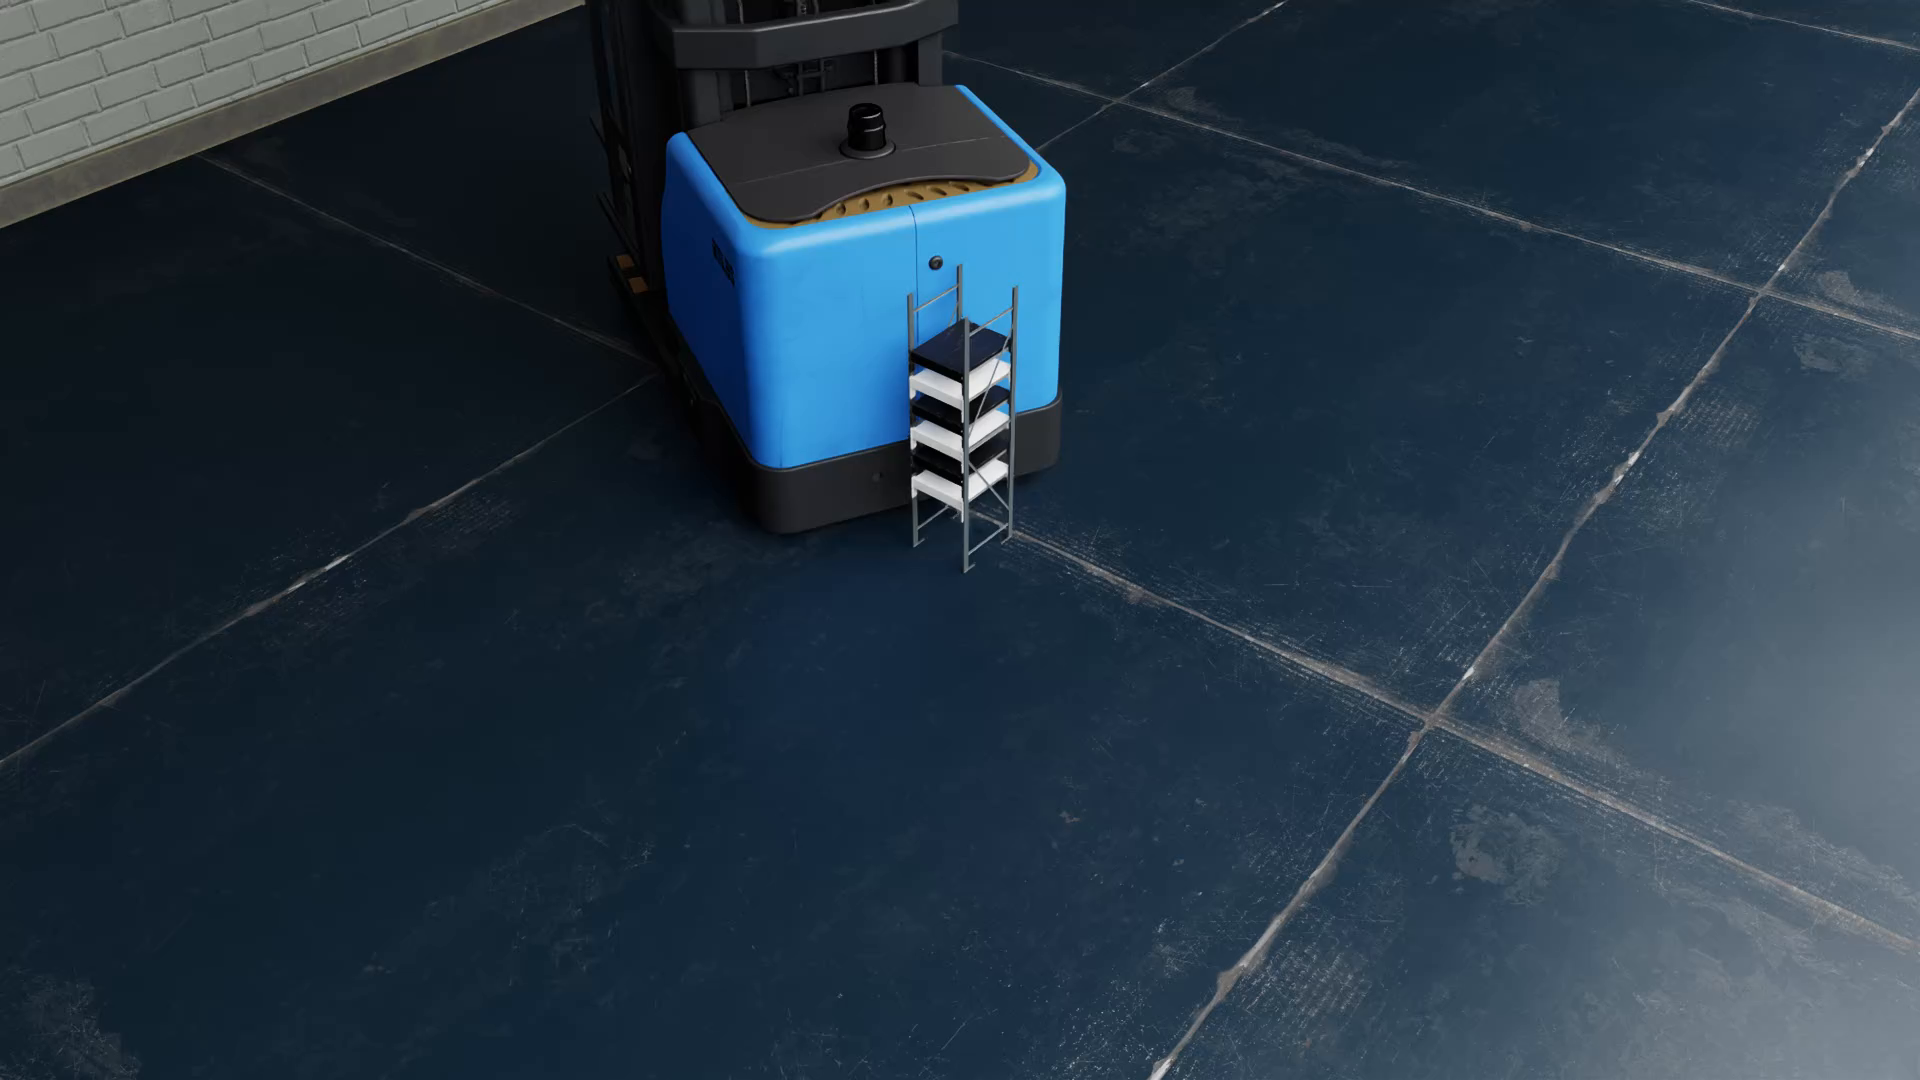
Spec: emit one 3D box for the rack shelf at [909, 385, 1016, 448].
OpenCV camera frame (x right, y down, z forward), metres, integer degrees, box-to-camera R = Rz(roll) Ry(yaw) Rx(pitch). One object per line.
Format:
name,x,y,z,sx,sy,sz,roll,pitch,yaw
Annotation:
rack shelf,0.008,-0.393,4.930,0.200,0.077,0.258,27,45,30

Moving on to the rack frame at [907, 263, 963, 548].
rack frame,-0.070,-0.388,5.015,0.006,0.900,0.240,27,45,30

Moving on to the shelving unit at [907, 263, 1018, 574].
shelving unit,0.008,-0.349,4.965,0.210,0.900,0.258,27,45,30

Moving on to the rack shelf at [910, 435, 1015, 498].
rack shelf,0.008,-0.251,5.040,0.200,0.077,0.258,27,45,30

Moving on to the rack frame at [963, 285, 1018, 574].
rack frame,0.087,-0.309,4.914,0.006,0.900,0.240,27,45,30

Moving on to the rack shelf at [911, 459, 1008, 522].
rack shelf,0.008,-0.180,5.096,0.200,0.077,0.258,27,45,30

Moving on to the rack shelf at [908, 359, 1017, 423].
rack shelf,0.008,-0.464,4.874,0.200,0.077,0.258,27,45,30

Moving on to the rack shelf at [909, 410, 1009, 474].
rack shelf,0.008,-0.322,4.985,0.200,0.077,0.258,27,45,30

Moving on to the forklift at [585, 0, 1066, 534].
forklift,-0.715,-2.081,5.530,1.130,2.935,3.031,-15,40,-18

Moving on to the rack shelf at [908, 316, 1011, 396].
rack shelf,0.008,-0.535,4.819,0.200,0.077,0.258,27,45,30
